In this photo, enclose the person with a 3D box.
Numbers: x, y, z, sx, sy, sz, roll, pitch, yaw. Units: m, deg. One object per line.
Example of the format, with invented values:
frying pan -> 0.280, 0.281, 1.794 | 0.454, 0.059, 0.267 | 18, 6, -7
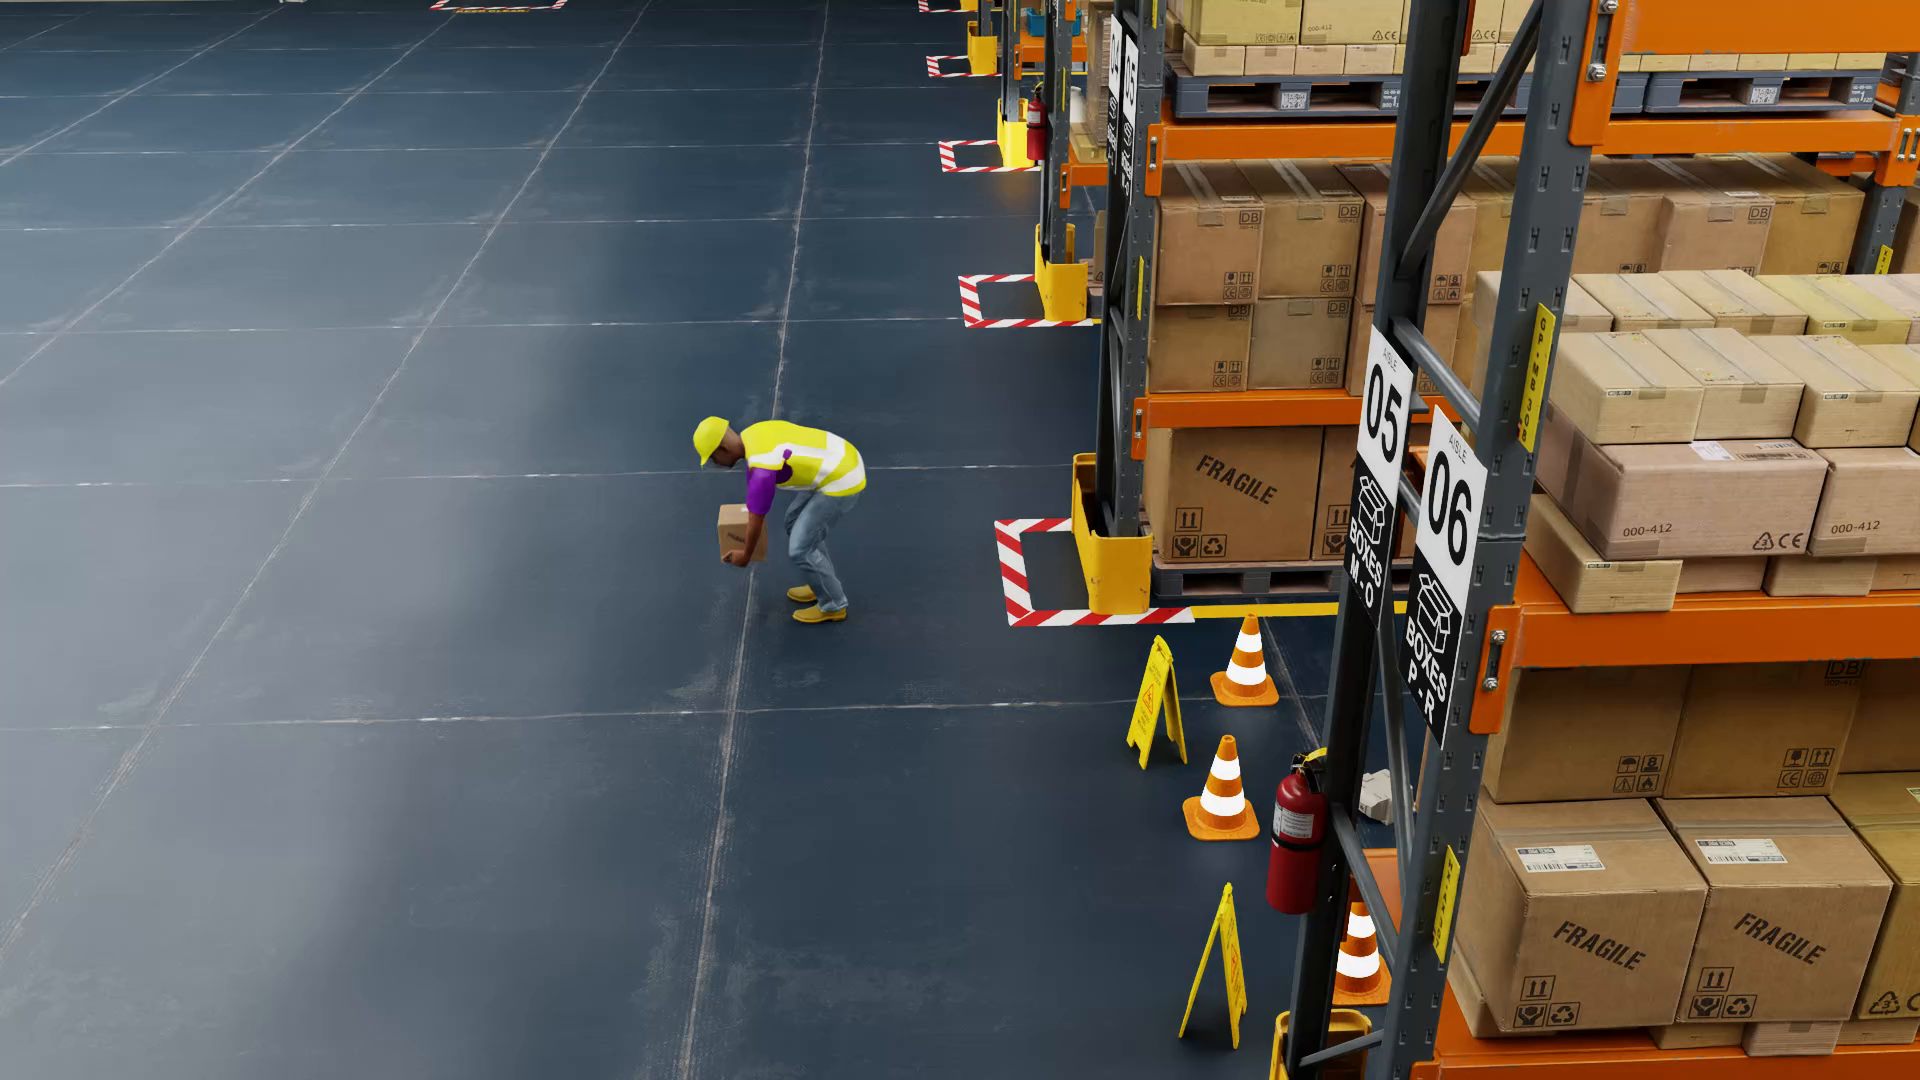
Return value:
person -> -1.000, -0.137, 9.435 | 0.945, 1.232, 0.497 | -2, 27, -5
